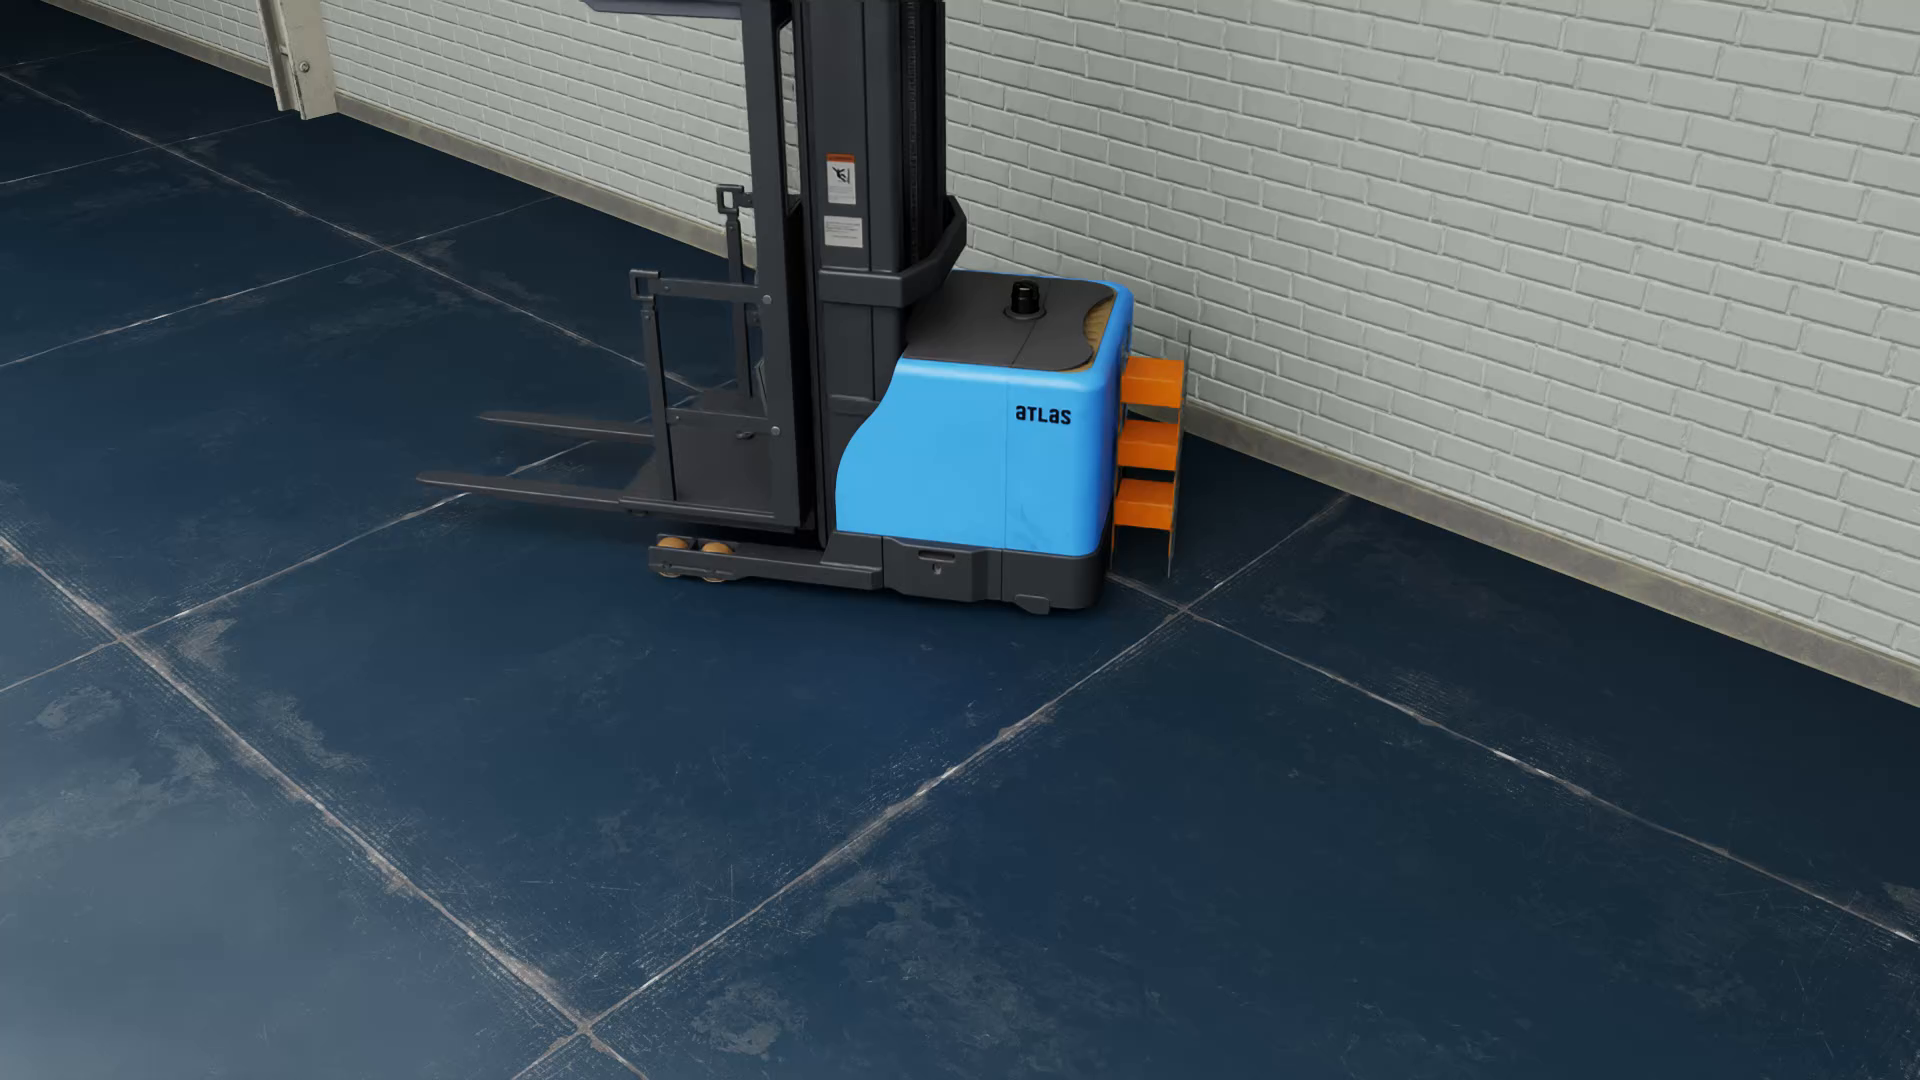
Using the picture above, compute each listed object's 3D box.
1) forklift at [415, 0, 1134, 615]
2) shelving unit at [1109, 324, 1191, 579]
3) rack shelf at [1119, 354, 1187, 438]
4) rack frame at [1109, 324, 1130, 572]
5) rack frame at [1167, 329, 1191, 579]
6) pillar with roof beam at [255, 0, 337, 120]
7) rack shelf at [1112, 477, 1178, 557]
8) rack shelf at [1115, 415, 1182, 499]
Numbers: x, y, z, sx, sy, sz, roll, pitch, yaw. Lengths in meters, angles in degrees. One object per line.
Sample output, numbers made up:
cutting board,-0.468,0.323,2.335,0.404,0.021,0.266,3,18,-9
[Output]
forklift,-0.832,-1.335,6.626,3.031,2.935,1.130,6,32,10
shelving unit,0.775,-0.350,6.813,0.252,1.050,0.215,6,32,10
rack shelf,0.775,-0.584,6.672,0.240,0.259,0.215,6,32,10
rack frame,0.656,-0.363,6.835,0.008,1.050,0.200,6,32,10
rack frame,0.895,-0.337,6.791,0.008,1.050,0.200,6,32,10
pillar with roof beam,-7.855,-5.492,7.647,0.400,9.000,9.100,25,39,35
rack shelf,0.775,-0.103,6.962,0.240,0.259,0.215,6,32,10
rack shelf,0.775,-0.341,6.819,0.240,0.259,0.215,6,32,10
